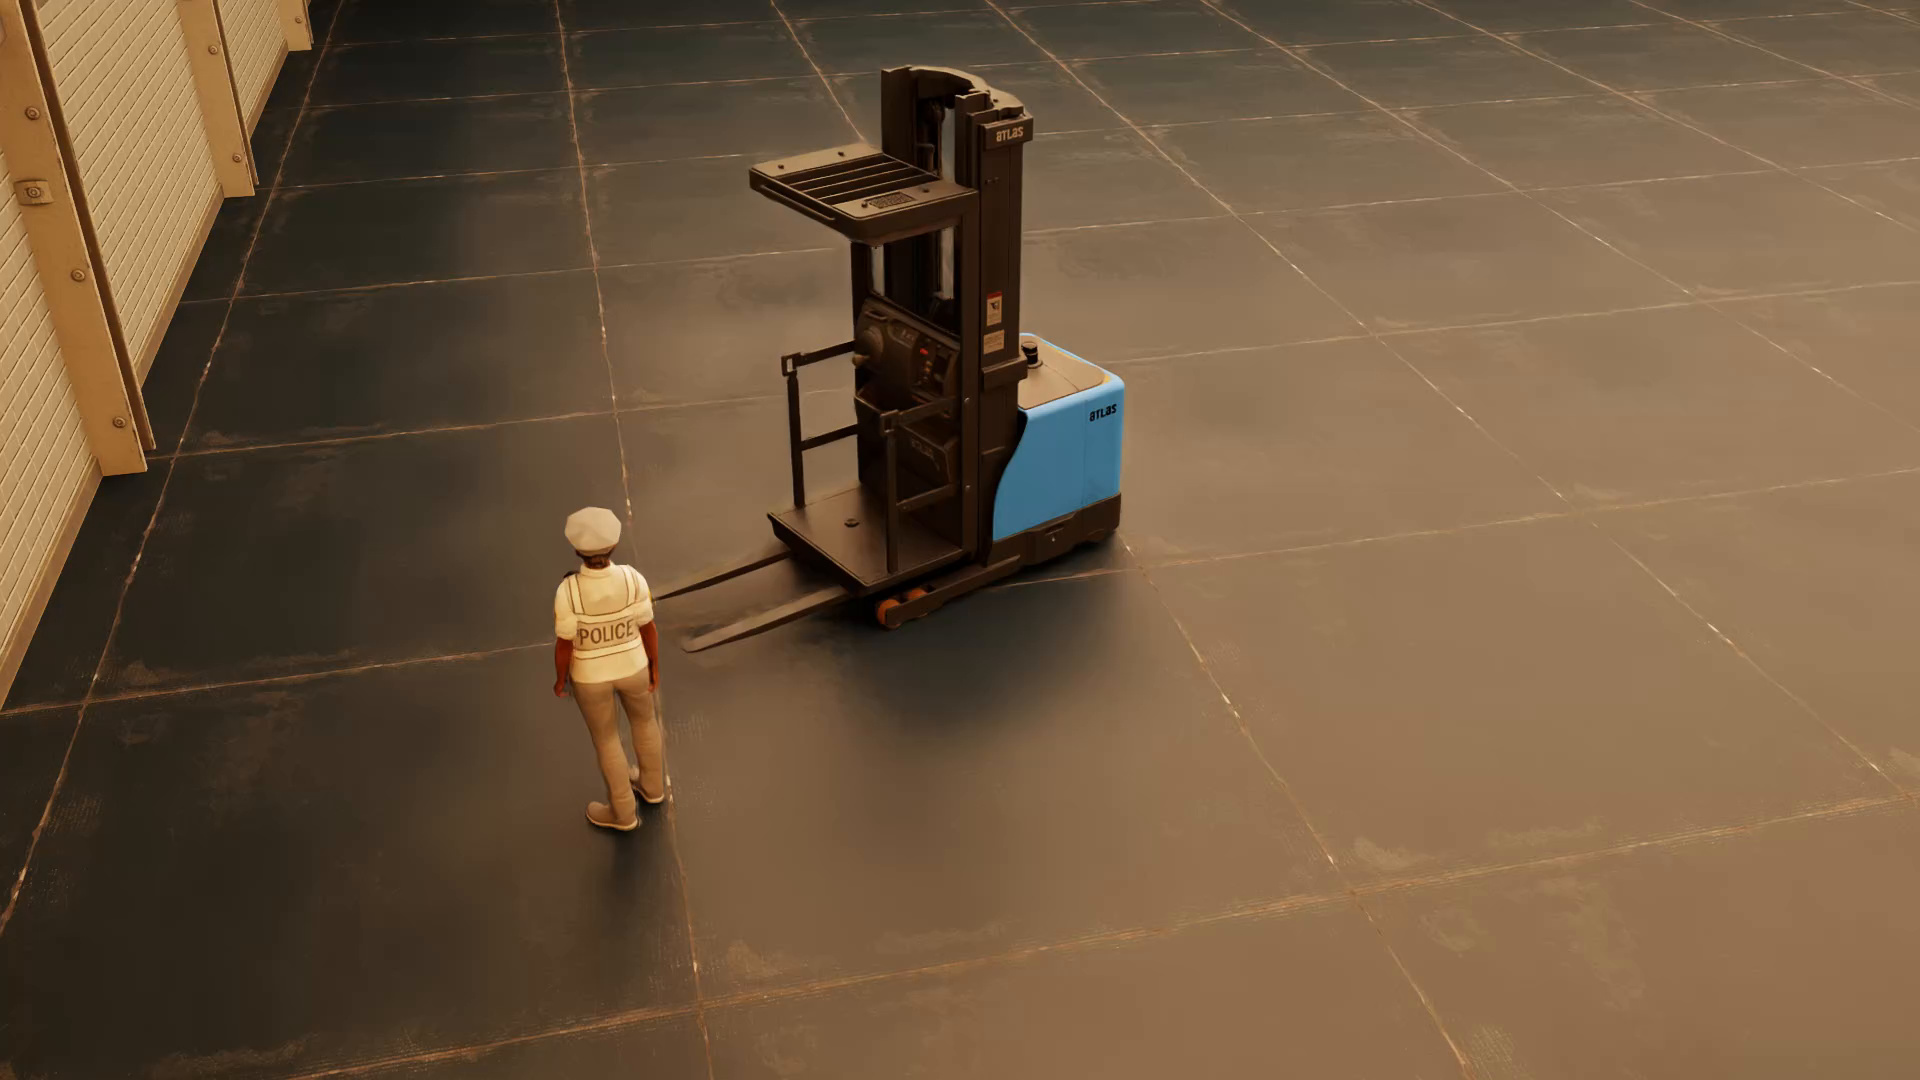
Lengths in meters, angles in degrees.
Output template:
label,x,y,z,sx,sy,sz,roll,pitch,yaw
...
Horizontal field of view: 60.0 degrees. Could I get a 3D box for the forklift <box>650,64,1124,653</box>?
label,x,y,z,sx,sy,sz,roll,pitch,yaw
forklift,-0.472,-1.056,9.400,3.031,2.935,1.130,-21,36,-31

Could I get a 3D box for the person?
label,x,y,z,sx,sy,sz,roll,pitch,yaw
person,-1.671,0.596,7.822,0.495,1.675,0.450,-12,32,-20
